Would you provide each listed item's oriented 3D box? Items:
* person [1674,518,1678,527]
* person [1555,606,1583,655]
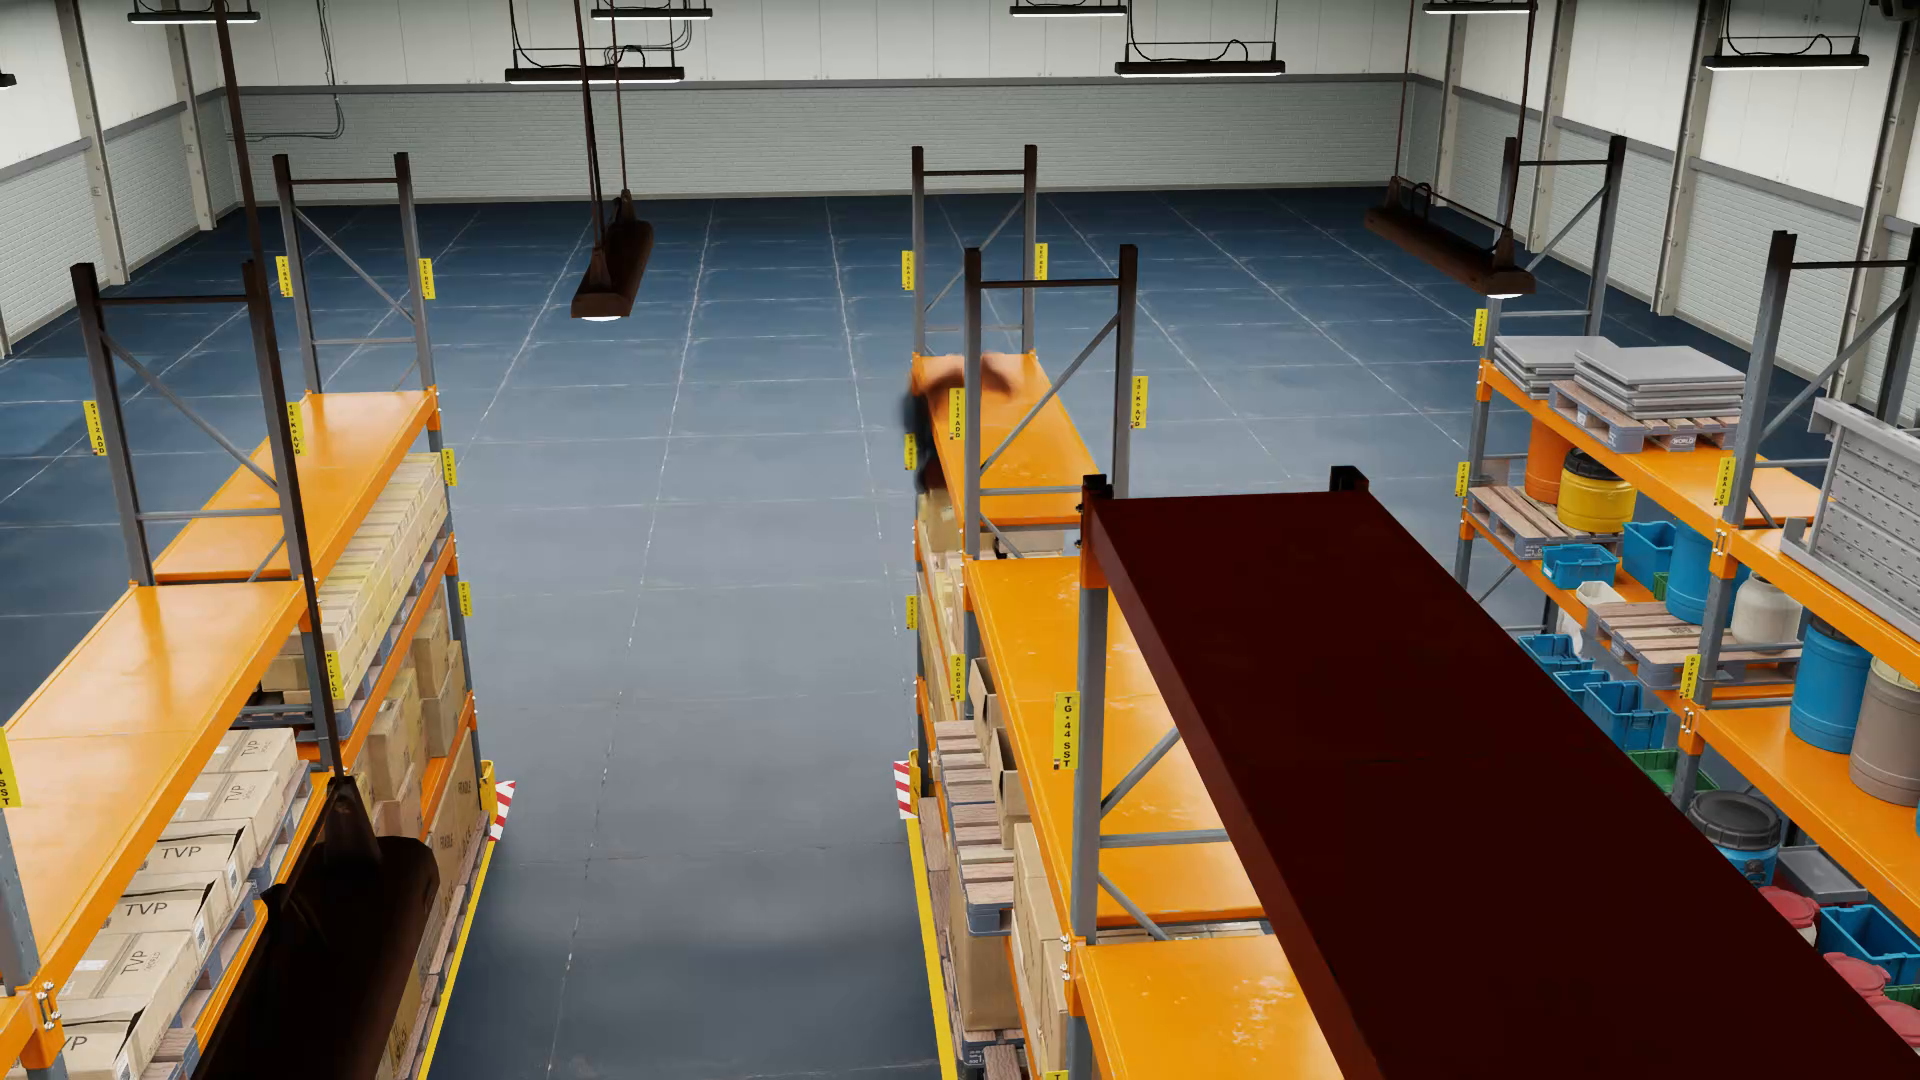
[{"bbox_3d":[8.946,-0.294,20.145,0.913,1.623,0.615,4,22,10],"label":"person"},{"bbox_3d":[5.961,1.119,16.452,0.727,1.747,0.757,-17,27,-36],"label":"person"}]
